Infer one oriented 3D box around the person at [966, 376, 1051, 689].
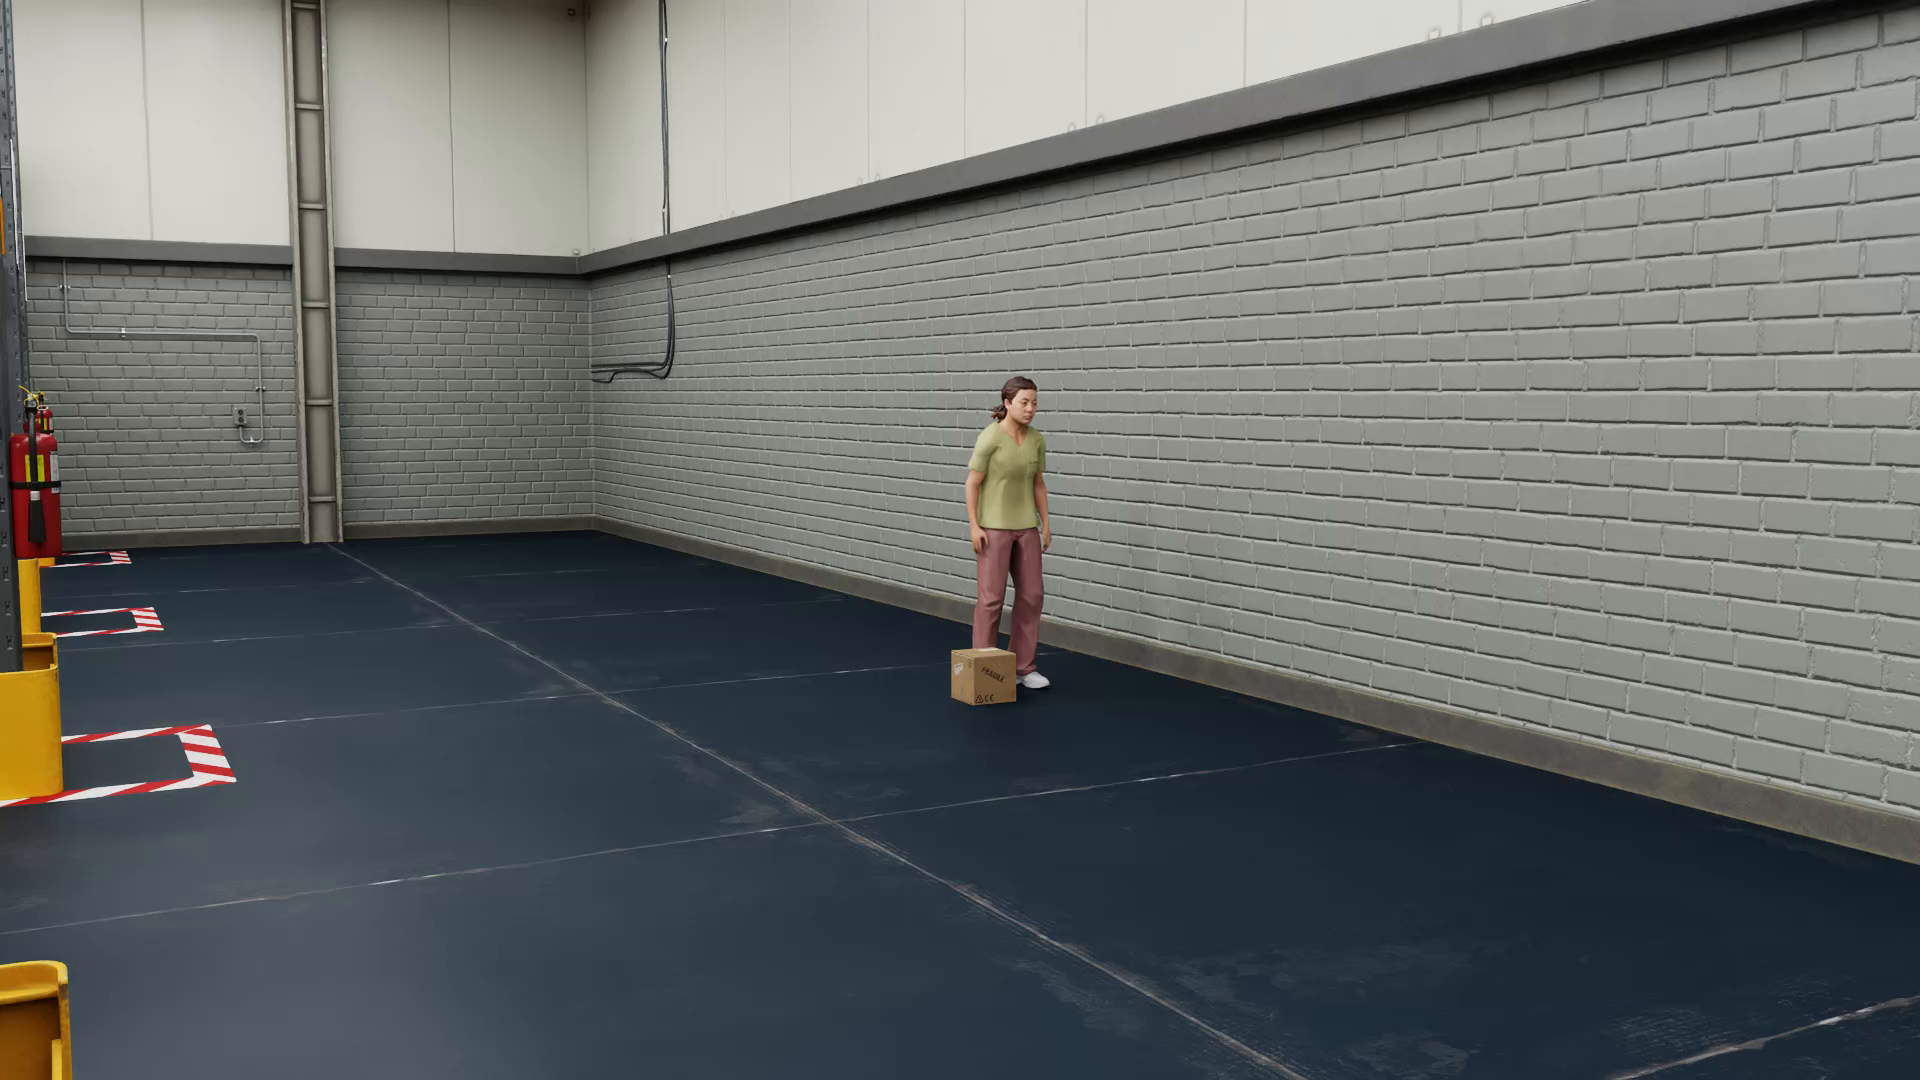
[{"bbox_3d":[0.273,-0.038,8.890,0.510,1.672,0.352,-3,6,-30],"label":"person"}]
